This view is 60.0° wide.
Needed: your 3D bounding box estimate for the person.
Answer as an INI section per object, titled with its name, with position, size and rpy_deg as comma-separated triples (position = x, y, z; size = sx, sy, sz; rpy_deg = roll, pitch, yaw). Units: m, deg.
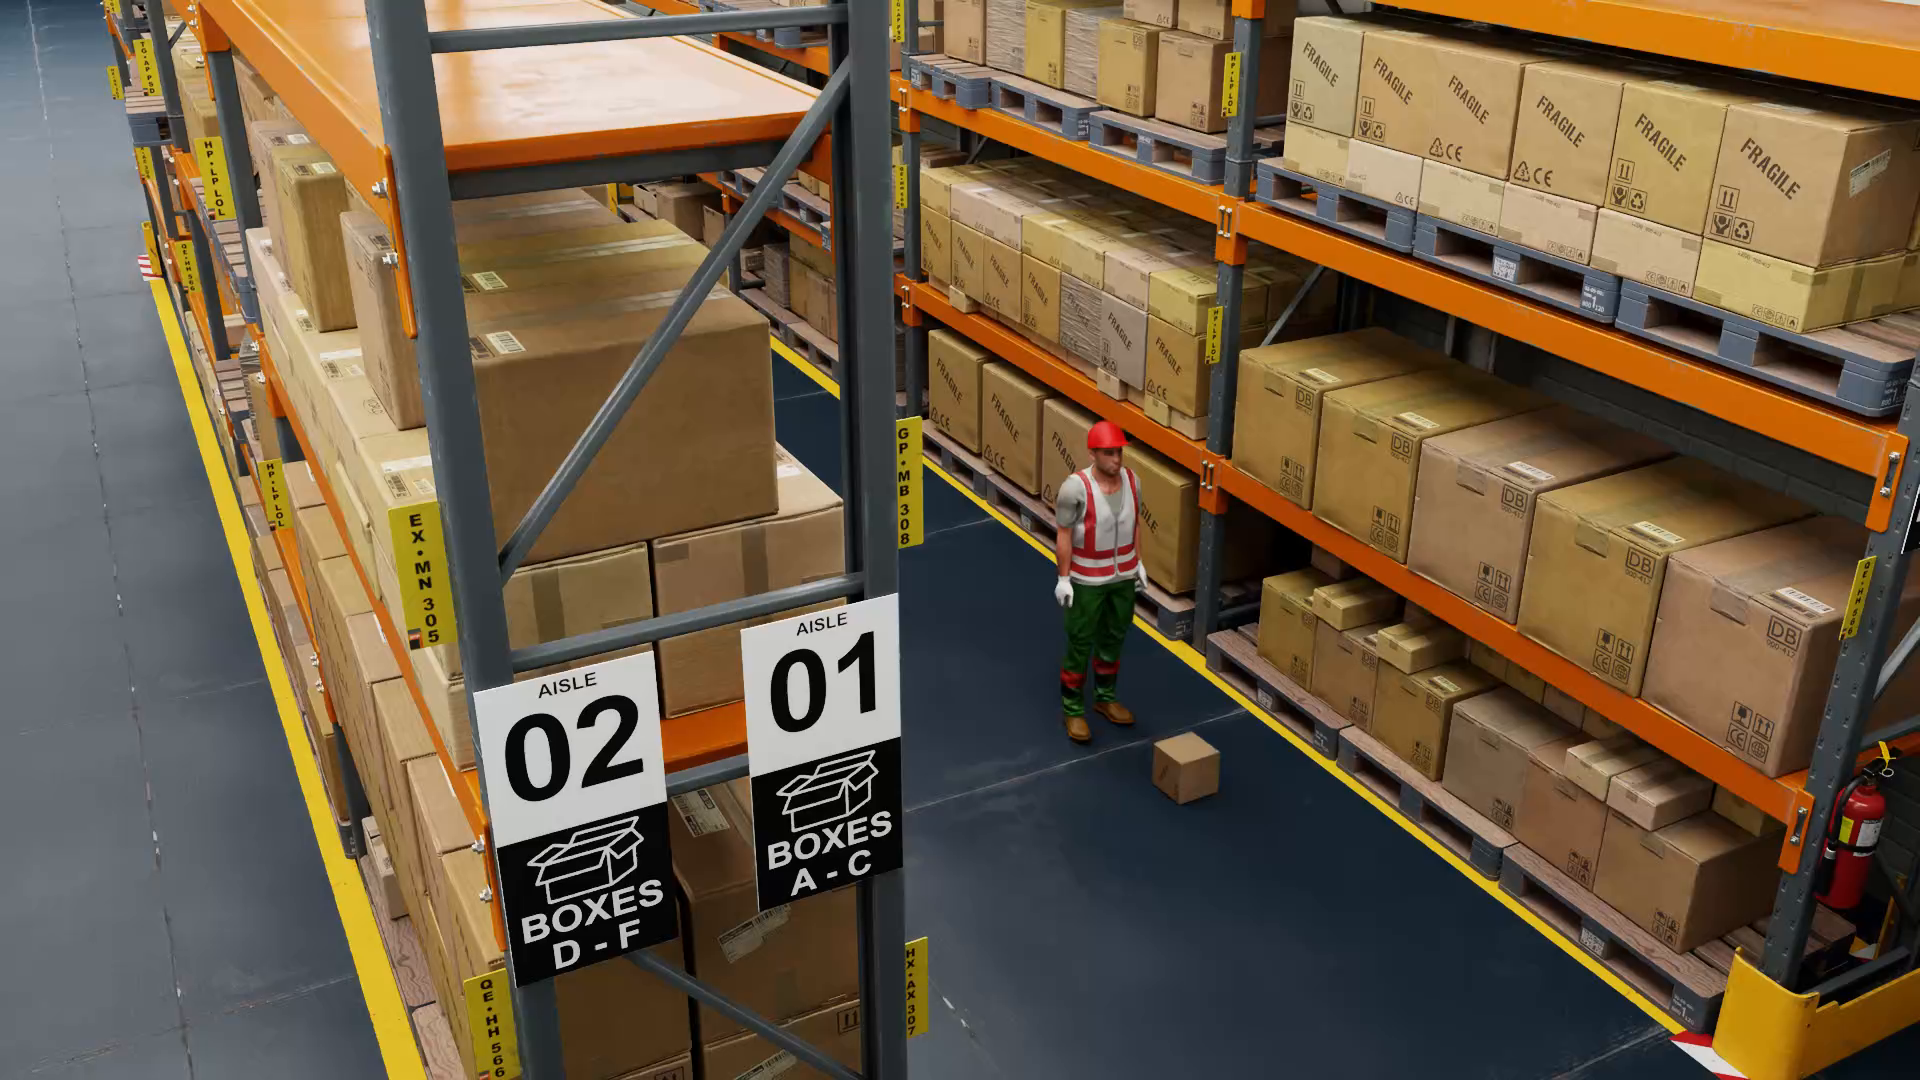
[person]
position = 0.791, 0.212, 9.121
size = 0.572, 1.798, 0.401
rpy_deg = -12, 28, -24
